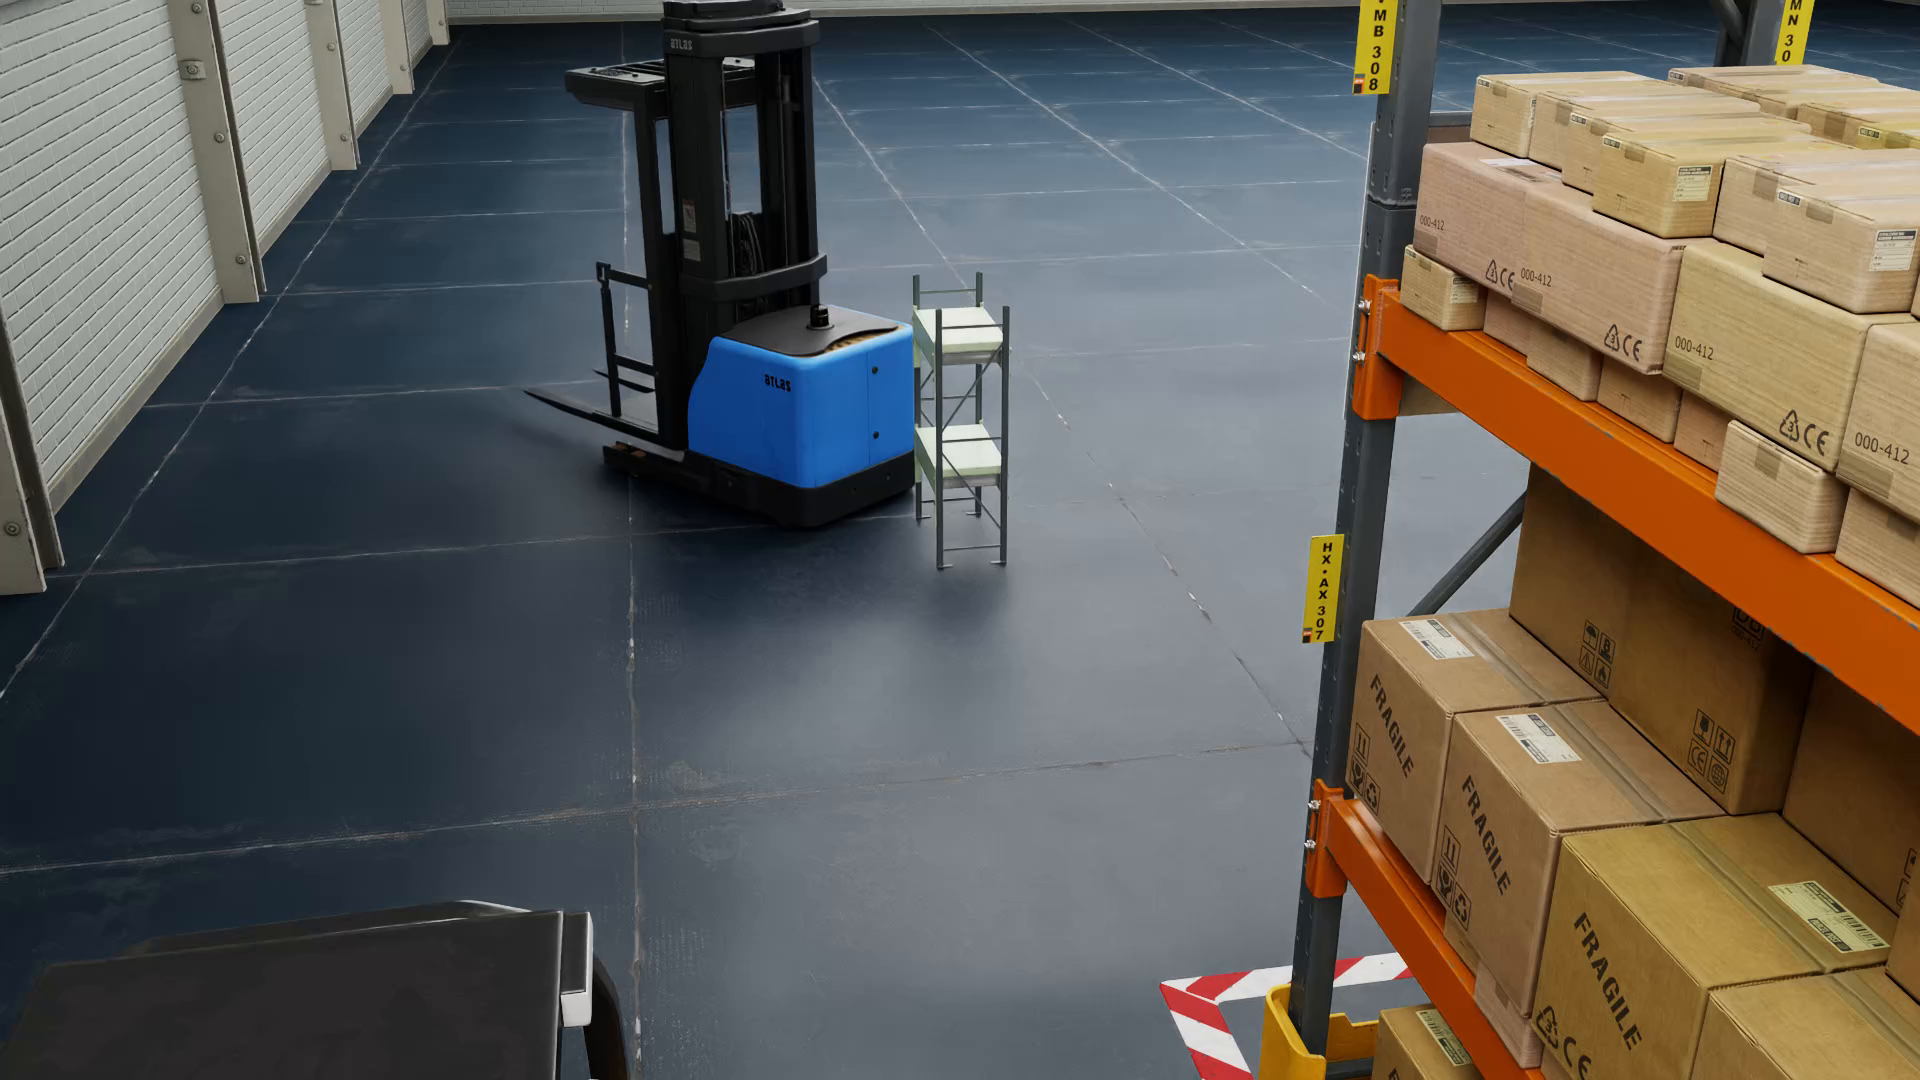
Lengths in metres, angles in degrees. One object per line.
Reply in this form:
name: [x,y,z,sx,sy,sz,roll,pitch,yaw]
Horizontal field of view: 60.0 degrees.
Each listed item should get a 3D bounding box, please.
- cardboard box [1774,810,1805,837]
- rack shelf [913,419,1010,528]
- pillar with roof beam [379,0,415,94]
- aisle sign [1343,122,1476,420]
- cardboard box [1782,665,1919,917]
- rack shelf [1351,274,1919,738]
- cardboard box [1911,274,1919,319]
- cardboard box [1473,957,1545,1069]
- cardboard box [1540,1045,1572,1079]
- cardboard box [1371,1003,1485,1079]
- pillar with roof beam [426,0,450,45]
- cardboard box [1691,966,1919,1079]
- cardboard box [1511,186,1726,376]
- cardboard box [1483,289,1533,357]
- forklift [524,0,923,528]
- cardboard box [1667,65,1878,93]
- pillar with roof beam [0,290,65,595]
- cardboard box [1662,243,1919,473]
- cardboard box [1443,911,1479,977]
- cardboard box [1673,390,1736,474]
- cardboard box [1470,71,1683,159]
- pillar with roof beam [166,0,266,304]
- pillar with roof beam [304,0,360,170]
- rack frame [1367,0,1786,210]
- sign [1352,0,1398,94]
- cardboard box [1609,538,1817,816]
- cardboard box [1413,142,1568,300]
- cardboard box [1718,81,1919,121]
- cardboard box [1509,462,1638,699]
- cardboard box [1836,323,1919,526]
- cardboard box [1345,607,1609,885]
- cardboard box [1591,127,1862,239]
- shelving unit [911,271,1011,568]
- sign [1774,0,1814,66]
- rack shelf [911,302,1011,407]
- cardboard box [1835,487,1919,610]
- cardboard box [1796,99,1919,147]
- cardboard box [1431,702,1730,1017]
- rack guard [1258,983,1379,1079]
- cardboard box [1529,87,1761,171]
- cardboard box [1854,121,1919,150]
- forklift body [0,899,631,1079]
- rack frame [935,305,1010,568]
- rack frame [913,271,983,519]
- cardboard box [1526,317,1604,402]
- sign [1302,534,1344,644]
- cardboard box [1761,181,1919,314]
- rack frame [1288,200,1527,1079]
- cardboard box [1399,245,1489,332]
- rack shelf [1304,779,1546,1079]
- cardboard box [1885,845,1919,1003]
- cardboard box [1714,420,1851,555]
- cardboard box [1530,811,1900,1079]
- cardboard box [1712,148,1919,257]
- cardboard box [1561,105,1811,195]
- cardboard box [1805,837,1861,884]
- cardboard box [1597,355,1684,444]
cardboard box: [2.001,0.702,3.899,0.500,0.500,0.500,-4,24,-10]
rack shelf: [-0.001,-0.391,9.586,0.431,0.370,0.720,-4,24,-10]
pillar with roof beam: [-4.300,-11.305,24.391,9.100,9.000,0.400,-4,24,-10]
aisle sign: [1.225,-0.699,4.355,0.394,0.787,0.004,-4,24,-10]
cardboard box: [2.132,0.431,3.270,0.700,0.500,0.500,-5,24,-10]
rack shelf: [1.911,0.235,2.614,1.077,0.370,4.000,-4,24,-10]
cardboard box: [1.657,-0.376,2.432,0.380,0.149,0.250,-4,24,-9]
cardboard box: [1.432,1.069,3.867,0.380,0.149,0.250,-4,24,-9]
cardboard box: [1.513,1.169,3.640,0.380,0.149,0.250,-4,24,-8]
cardboard box: [1.424,1.565,4.394,0.500,0.500,0.500,-5,24,-12]
pillar with roof beam: [-5.410,-13.665,29.795,9.100,9.000,0.400,-4,24,-10]
cardboard box: [1.653,1.122,2.938,0.500,0.500,0.500,-5,24,-11]
cardboard box: [1.456,-0.532,3.289,0.500,0.250,0.500,-5,24,-11]
cardboard box: [1.420,-0.515,3.747,0.380,0.149,0.250,-5,24,-11]
forklift: [-1.679,-1.889,10.414,3.031,2.935,1.130,19,30,37]
cardboard box: [1.894,-1.020,3.908,0.380,0.149,0.250,-4,24,-9]
pillar with roof beam: [-0.972,-4.225,8.180,9.100,9.000,0.400,-4,24,-10]
cardboard box: [1.576,-0.331,2.828,0.500,0.250,0.500,-4,24,-8]
cardboard box: [1.431,0.966,4.104,0.380,0.149,0.250,-5,24,-11]
cardboard box: [1.558,-0.208,3.045,0.380,0.149,0.250,-5,24,-11]
cardboard box: [1.407,-0.976,3.808,0.380,0.149,0.250,-4,24,-10]
pillar with roof beam: [-2.081,-6.585,13.584,9.100,9.000,0.400,-4,24,-10]
pillar with roof beam: [-3.191,-8.945,18.988,9.100,9.000,0.400,-4,24,-10]
rack frame: [1.541,-2.256,3.671,1.000,3.000,0.127,-4,24,-10]
sign: [1.008,-1.241,4.005,0.100,0.325,0.005,-4,24,-10]
cardboard box: [1.937,0.238,3.712,0.700,0.500,0.500,-4,24,-9]
cardboard box: [1.372,-0.731,3.744,0.500,0.250,0.500,-5,24,-11]
cardboard box: [1.904,-0.916,3.669,0.380,0.149,0.250,-4,24,-9]
cardboard box: [1.850,0.038,4.169,0.700,0.500,0.500,-5,24,-11]
cardboard box: [1.651,-0.128,2.363,0.500,0.250,0.500,-4,24,-9]
cardboard box: [1.356,0.518,4.319,0.500,0.500,0.500,-5,24,-11]
cardboard box: [1.428,-0.671,3.109,0.380,0.149,0.250,-4,24,-10]
shelving unit: [-0.001,-0.690,9.456,0.431,1.500,0.755,-4,24,-10]
sign: [2.090,-1.320,4.171,0.100,0.325,0.005,-4,24,-10]
rack shelf: [-0.001,-1.048,9.300,0.431,0.370,0.720,-4,24,-10]
cardboard box: [1.615,-0.003,2.575,0.380,0.149,0.250,-5,24,-11]
cardboard box: [1.969,-0.817,3.442,0.380,0.149,0.250,-5,24,-10]
cardboard box: [1.455,0.722,3.853,0.500,0.500,0.500,-4,24,-8]
rack guard: [1.555,1.669,5.304,1.175,0.500,0.348,-4,24,-10]
cardboard box: [1.469,-0.878,3.583,0.380,0.149,0.250,-4,24,-10]
cardboard box: [1.965,-0.713,3.205,0.380,0.149,0.250,-4,24,-9]
forklift body: [-1.193,1.862,2.799,2.313,2.155,1.214,-4,24,-10]
rack frame: [0.066,-0.546,9.126,0.400,1.500,0.023,-4,24,-10]
rack frame: [-0.069,-0.834,9.785,0.400,1.500,0.023,-4,24,-10]
cardboard box: [1.435,-0.408,3.503,0.380,0.149,0.250,-4,24,-8]
sign: [1.008,0.137,4.607,0.100,0.325,0.005,-4,24,-10]
cardboard box: [1.536,-0.472,2.653,0.380,0.149,0.250,-4,24,-8]
rack frame: [1.541,0.494,4.872,1.000,3.000,0.127,-4,24,-10]
cardboard box: [1.284,-0.611,3.968,0.380,0.149,0.250,-4,24,-10]
rack shelf: [1.911,1.610,3.215,1.077,0.370,4.000,-4,24,-10]
cardboard box: [2.088,0.637,2.798,0.700,0.500,0.500,-4,24,-10]
cardboard box: [1.526,-0.103,2.805,0.380,0.149,0.250,-4,24,-9]
cardboard box: [1.551,0.922,3.394,0.500,0.500,0.500,-5,24,-11]
cardboard box: [1.568,-0.581,2.902,0.380,0.149,0.250,-4,24,-10]
cardboard box: [1.454,-0.776,3.348,0.380,0.149,0.250,-4,24,-10]
cardboard box: [2.090,0.899,3.447,0.500,0.500,0.500,-4,24,-10]
cardboard box: [1.505,-0.312,3.284,0.380,0.149,0.250,-4,24,-10]
